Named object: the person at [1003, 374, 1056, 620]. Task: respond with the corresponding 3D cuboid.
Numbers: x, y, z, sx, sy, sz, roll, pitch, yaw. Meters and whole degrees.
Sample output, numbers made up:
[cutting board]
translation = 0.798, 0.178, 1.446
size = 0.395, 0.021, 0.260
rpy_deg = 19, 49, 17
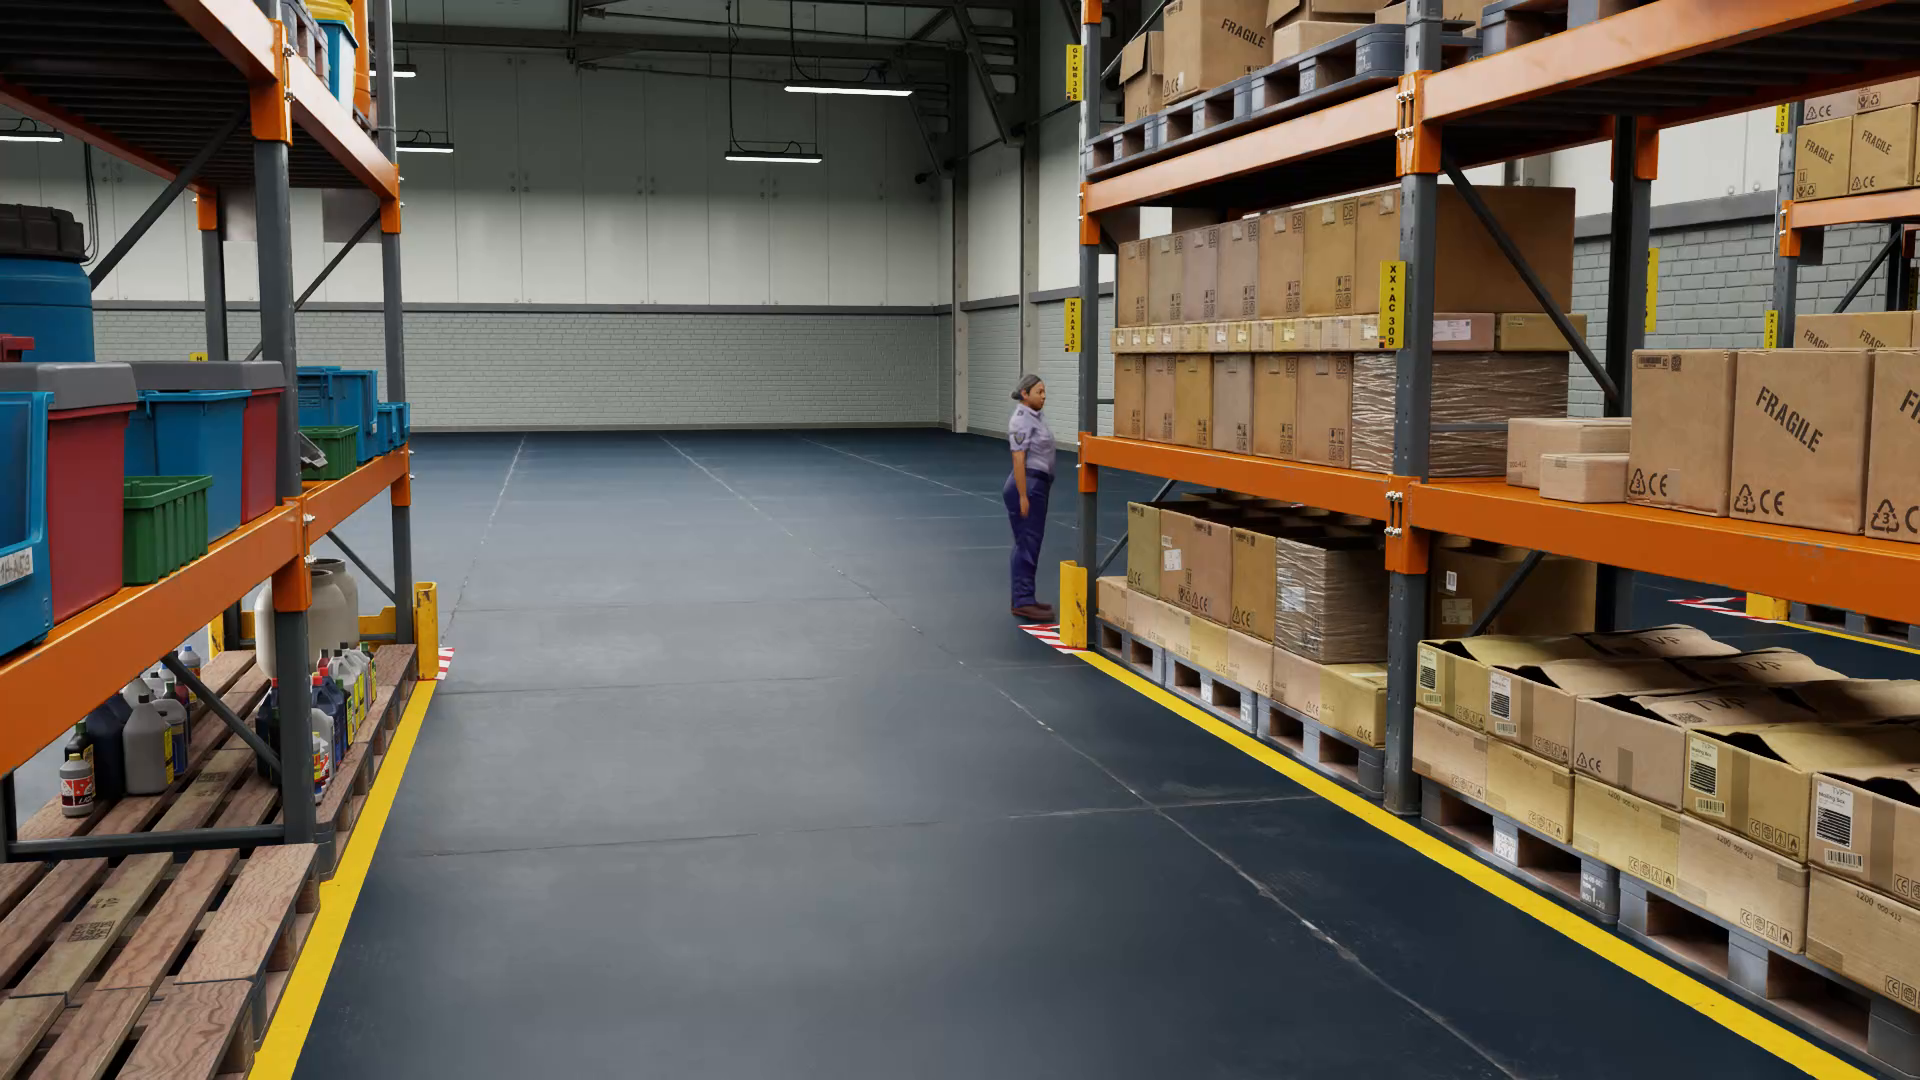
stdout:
[person]
translation = 0.490, -0.305, 11.409
size = 0.368, 1.657, 0.489
rpy_deg = 1, 6, 8
